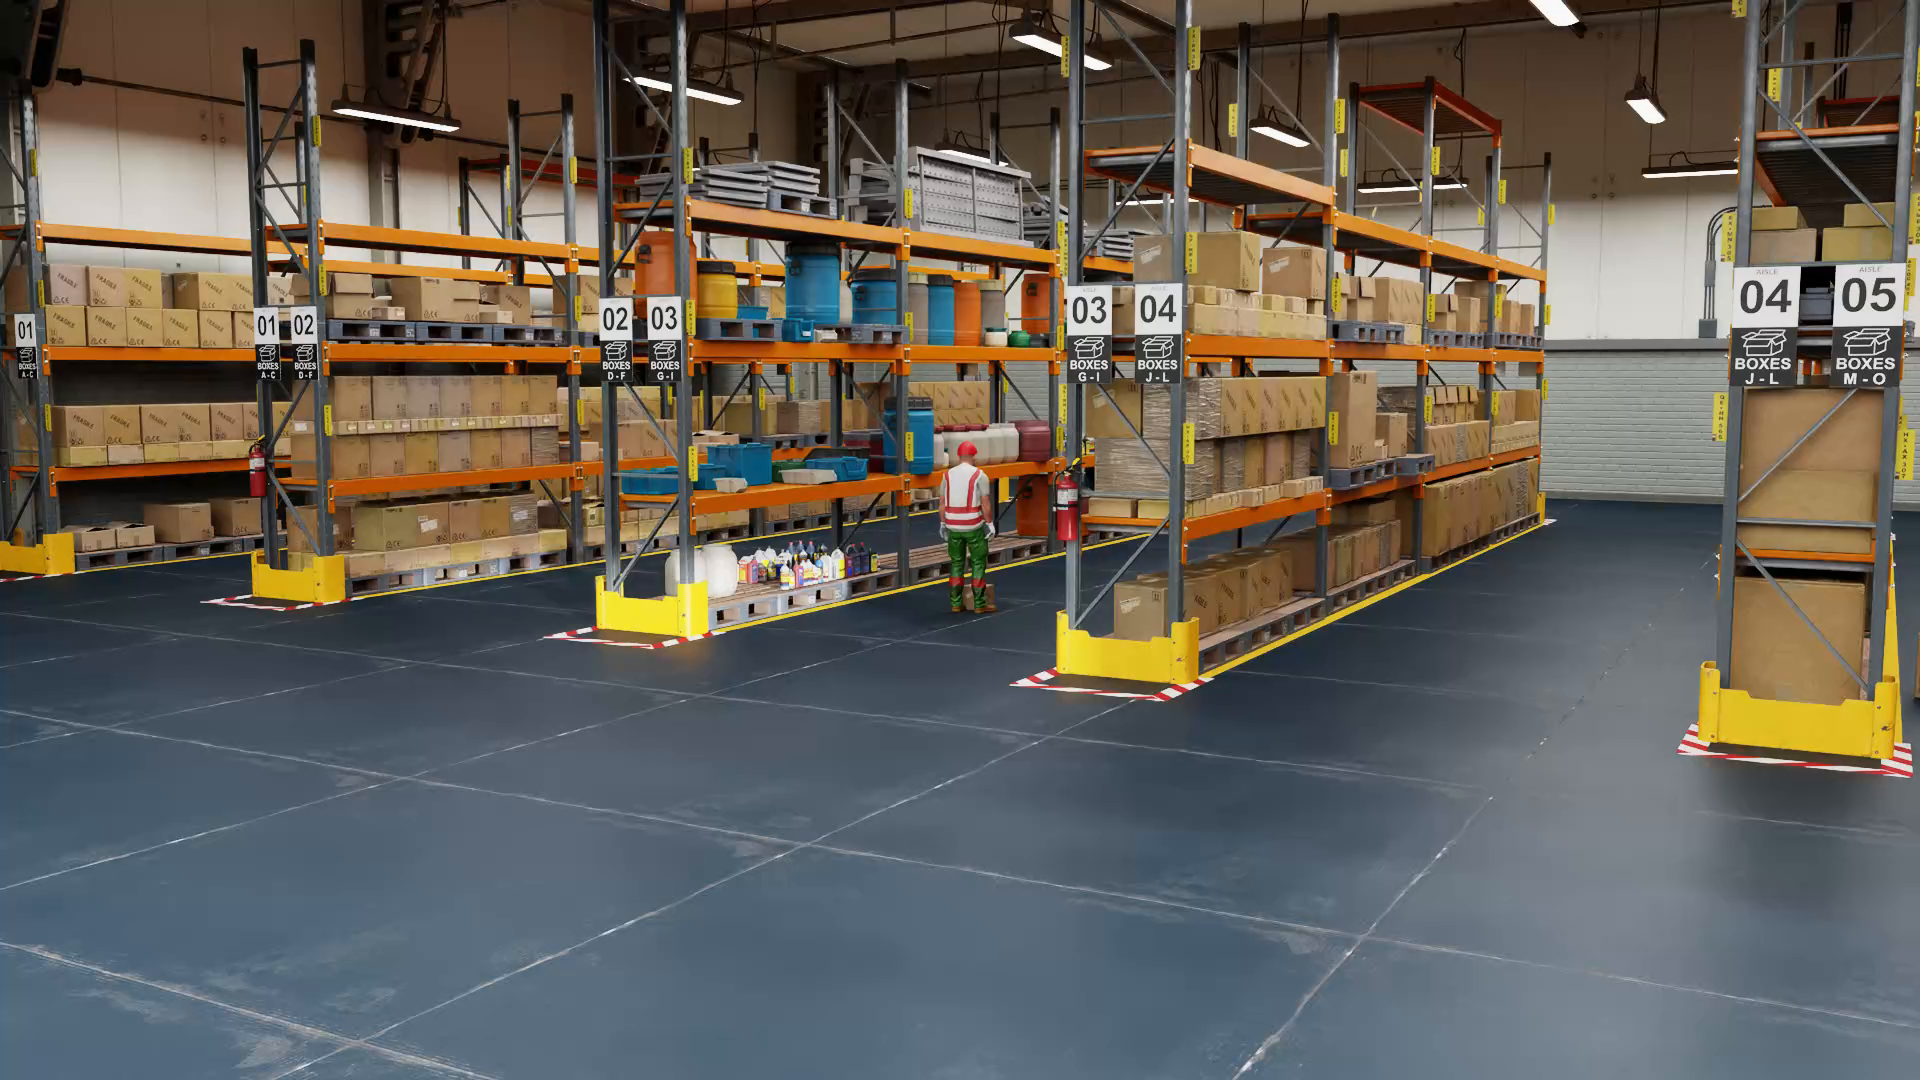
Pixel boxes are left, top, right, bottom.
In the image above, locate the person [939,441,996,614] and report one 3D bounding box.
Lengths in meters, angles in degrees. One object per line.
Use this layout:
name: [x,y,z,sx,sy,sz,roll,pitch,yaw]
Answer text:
person: [0.070,-0.137,17.333,0.620,1.780,0.448,3,6,25]
